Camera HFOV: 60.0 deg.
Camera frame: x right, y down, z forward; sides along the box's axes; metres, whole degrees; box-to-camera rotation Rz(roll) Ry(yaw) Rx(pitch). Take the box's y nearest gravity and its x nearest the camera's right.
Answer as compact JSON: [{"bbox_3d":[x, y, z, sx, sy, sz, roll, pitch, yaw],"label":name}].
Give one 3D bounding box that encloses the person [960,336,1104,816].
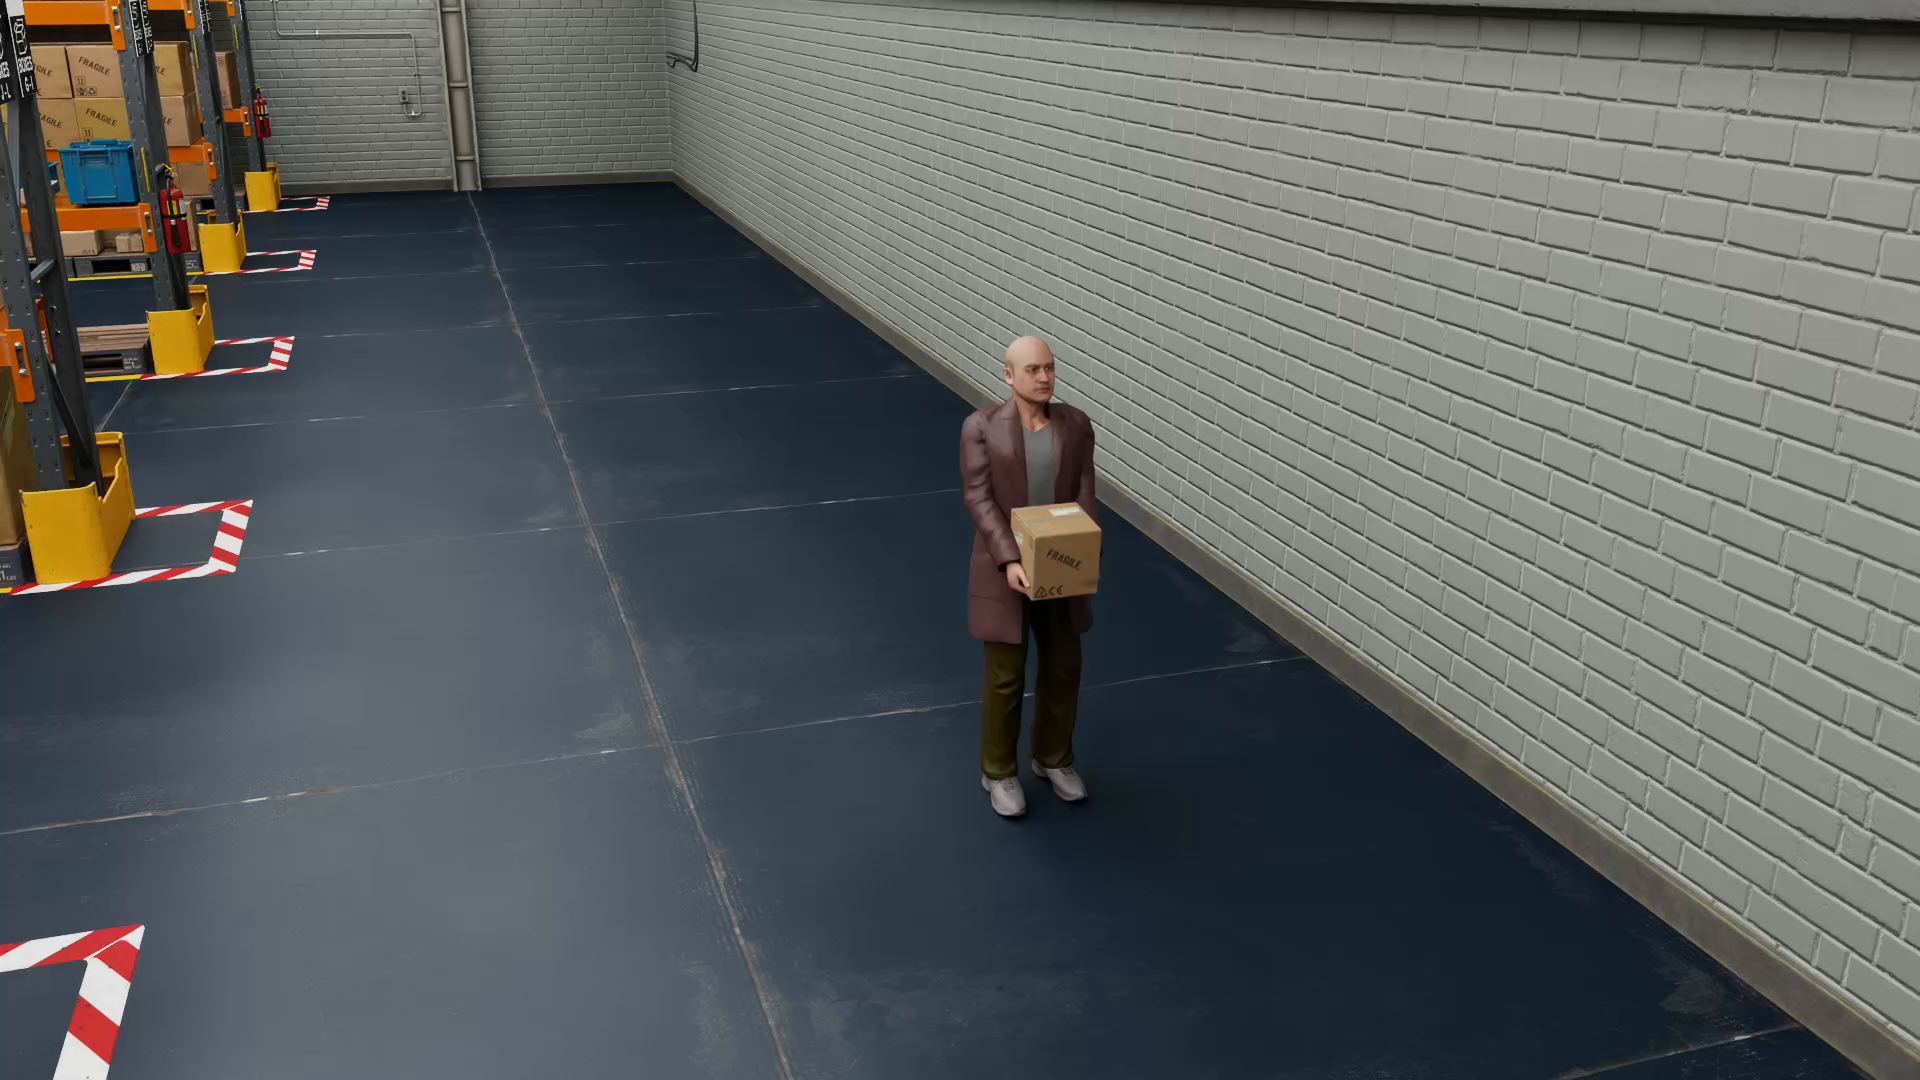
[{"bbox_3d":[0.292,0.154,6.147,0.527,1.769,0.563,-6,20,-17],"label":"person"}]
